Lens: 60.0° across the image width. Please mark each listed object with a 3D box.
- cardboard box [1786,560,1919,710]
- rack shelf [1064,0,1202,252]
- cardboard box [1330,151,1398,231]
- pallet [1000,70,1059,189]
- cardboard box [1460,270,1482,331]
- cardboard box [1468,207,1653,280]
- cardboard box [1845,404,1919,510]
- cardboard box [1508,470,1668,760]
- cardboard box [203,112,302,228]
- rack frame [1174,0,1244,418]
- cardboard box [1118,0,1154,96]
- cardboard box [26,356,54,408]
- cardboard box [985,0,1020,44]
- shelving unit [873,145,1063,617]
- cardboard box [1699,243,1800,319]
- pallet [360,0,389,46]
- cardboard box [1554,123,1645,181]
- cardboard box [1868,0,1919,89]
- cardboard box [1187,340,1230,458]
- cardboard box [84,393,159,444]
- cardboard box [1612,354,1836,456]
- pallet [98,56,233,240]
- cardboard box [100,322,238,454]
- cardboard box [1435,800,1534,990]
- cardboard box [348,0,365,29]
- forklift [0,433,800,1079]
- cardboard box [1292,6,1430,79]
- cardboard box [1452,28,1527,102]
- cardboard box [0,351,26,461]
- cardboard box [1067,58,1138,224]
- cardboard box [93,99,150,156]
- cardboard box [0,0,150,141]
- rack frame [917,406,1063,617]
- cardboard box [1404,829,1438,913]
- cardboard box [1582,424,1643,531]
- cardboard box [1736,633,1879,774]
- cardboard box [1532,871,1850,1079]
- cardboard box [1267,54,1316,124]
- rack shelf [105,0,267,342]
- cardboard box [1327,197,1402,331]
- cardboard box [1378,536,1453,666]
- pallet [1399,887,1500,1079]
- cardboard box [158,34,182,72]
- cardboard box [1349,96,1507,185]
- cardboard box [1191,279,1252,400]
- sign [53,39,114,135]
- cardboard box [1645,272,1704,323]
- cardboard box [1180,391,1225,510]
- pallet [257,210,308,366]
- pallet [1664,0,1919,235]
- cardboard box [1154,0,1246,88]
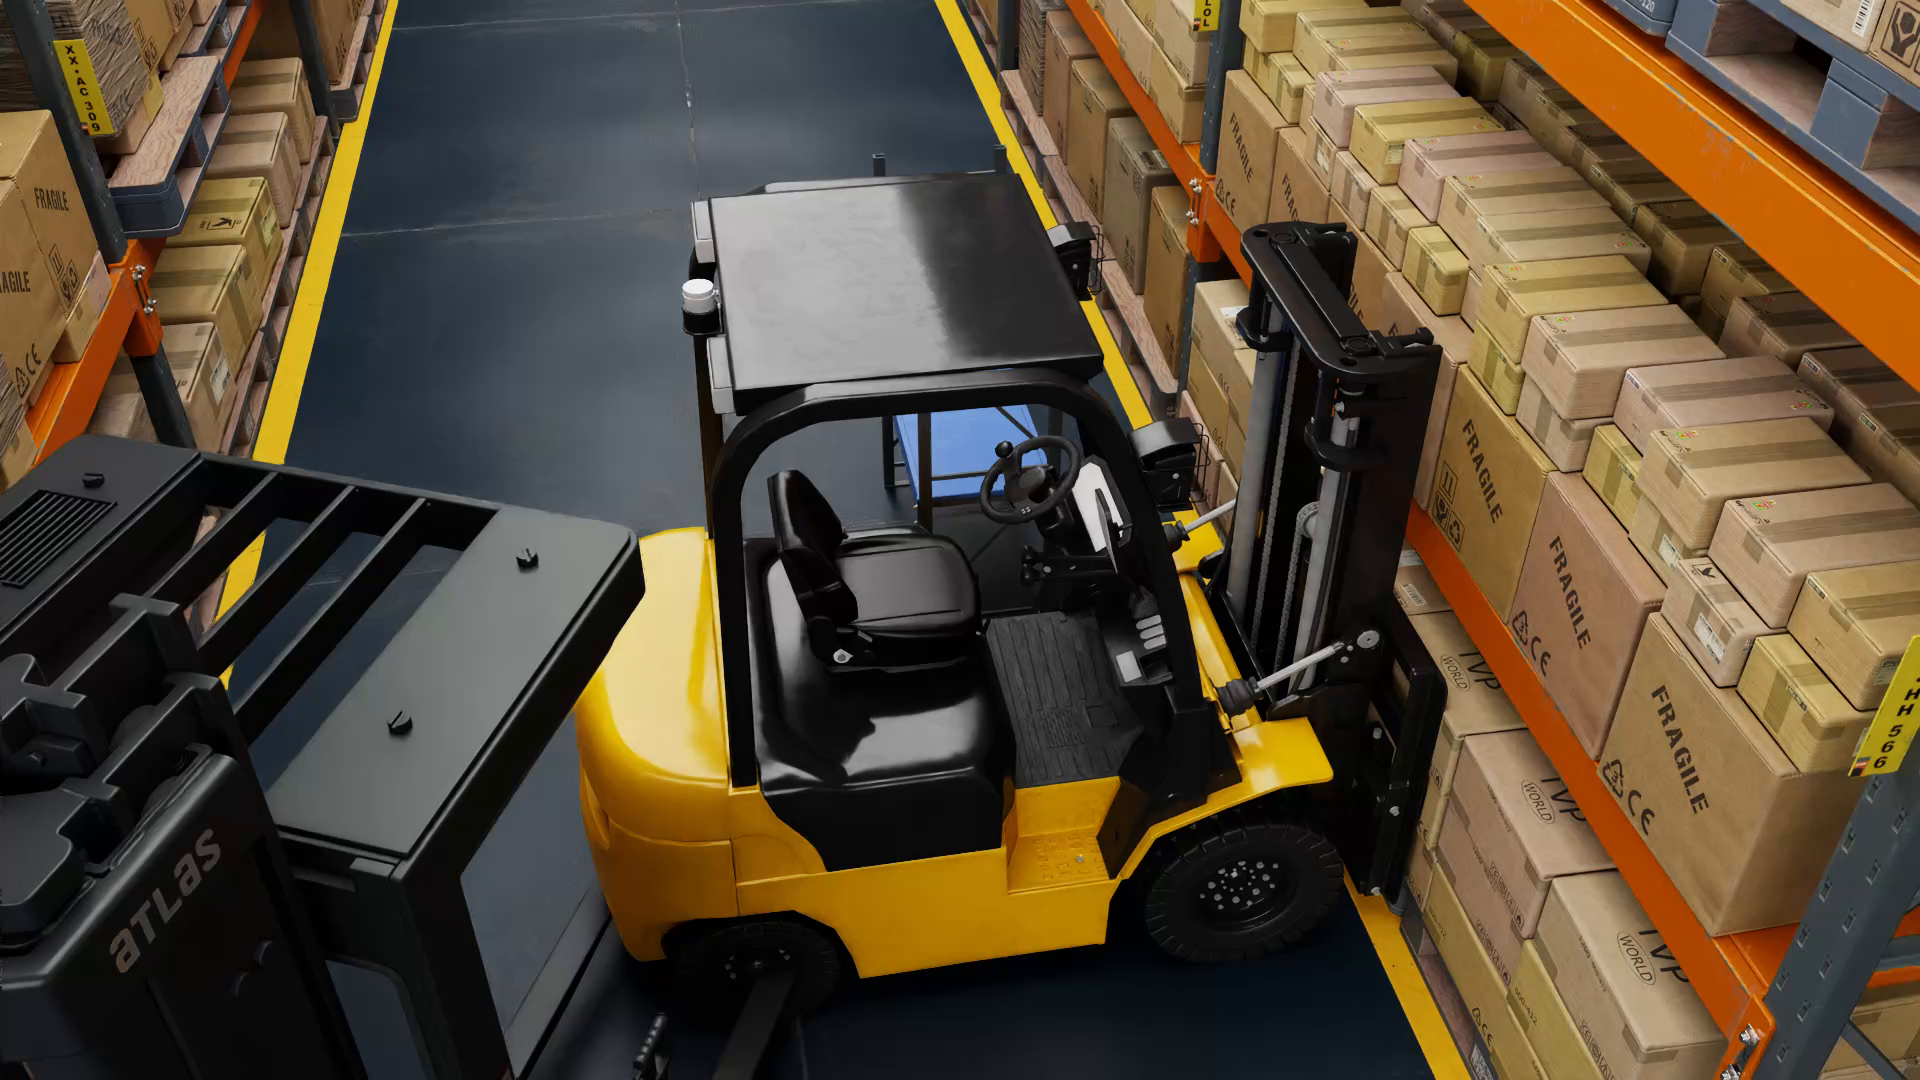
[{"bbox_3d":[1.865,0.174,3.229,0.380,0.149,0.250,-6,38,-8],"label":"cardboard box"},{"bbox_3d":[1.083,-2.559,8.186,1.077,0.370,4.000,-6,38,-8],"label":"rack shelf"},{"bbox_3d":[1.366,-1.084,5.090,0.380,0.149,0.250,-7,38,-8],"label":"cardboard box"},{"bbox_3d":[0.838,-2.449,9.730,1.003,0.211,1.213,-6,38,-8],"label":"pallet"},{"bbox_3d":[1.594,-0.627,4.502,0.380,0.149,0.250,-6,38,-8],"label":"cardboard box"},{"bbox_3d":[1.590,-0.752,4.420,0.380,0.149,0.250,-6,38,-7],"label":"cardboard box"},{"bbox_3d":[2.214,-0.178,3.681,0.380,0.149,0.250,-6,38,-7],"label":"cardboard box"},{"bbox_3d":[1.709,0.158,4.020,0.500,0.500,0.500,-5,38,-7],"label":"cardboard box"},{"bbox_3d":[-3.927,-1.856,8.494,0.950,0.372,0.625,-7,38,-9],"label":"cardboard box"},{"bbox_3d":[1.434,-1.635,6.410,1.000,3.000,0.127,-6,38,-8],"label":"rack frame"},{"bbox_3d":[0.994,-2.155,7.202,0.500,0.250,0.500,-6,38,-8],"label":"cardboard box"},{"bbox_3d":[-3.076,-0.523,5.183,0.380,0.149,0.250,-6,38,-8],"label":"cardboard box"},{"bbox_3d":[0.447,-3.462,10.457,0.500,0.500,0.500,-5,38,-7],"label":"cardboard box"},{"bbox_3d":[0.015,-0.541,6.224,0.538,1.500,1.048,-6,38,-8],"label":"shelving unit"},{"bbox_3d":[2.165,-0.655,4.295,0.380,0.149,0.250,-7,38,-9],"label":"cardboard box"},{"bbox_3d":[-4.428,-3.634,11.255,1.003,0.211,1.213,-6,38,-8],"label":"pallet"},{"bbox_3d":[1.980,-1.111,4.883,0.380,0.149,0.250,-7,38,-8],"label":"cardboard box"},{"bbox_3d":[1.818,-0.890,2.500,0.500,0.500,0.500,-5,38,-6],"label":"cardboard box"},{"bbox_3d":[1.215,-0.587,6.553,0.500,0.250,0.500,-6,38,-8],"label":"cardboard box"},{"bbox_3d":[-3.084,-0.147,5.782,0.500,0.500,0.500,-7,38,-9],"label":"cardboard box"},{"bbox_3d":[1.748,-0.285,3.820,0.380,0.149,0.250,-6,38,-8],"label":"cardboard box"},{"bbox_3d":[-3.443,-1.501,6.393,1.003,0.211,1.213,-6,38,-8],"label":"pallet"},{"bbox_3d":[-3.547,-0.544,6.805,0.950,0.372,0.625,-6,38,-7],"label":"cardboard box"},{"bbox_3d":[1.665,0.939,4.588,0.500,0.250,0.500,-7,38,-8],"label":"cardboard box"},{"bbox_3d":[-4.345,-3.807,10.595,0.875,0.875,0.875,-6,38,-7],"label":"cardboard box"},{"bbox_3d":[-1.155,0.974,3.108,1.130,2.935,3.031,10,39,12],"label":"forklift"},{"bbox_3d":[1.350,-1.678,5.612,0.380,0.149,0.250,-6,38,-7],"label":"cardboard box"},{"bbox_3d":[1.850,-1.574,5.478,0.380,0.149,0.250,-7,38,-8],"label":"cardboard box"},{"bbox_3d":[-2.937,-0.391,4.485,0.500,0.500,0.500,-5,38,-7],"label":"cardboard box"},{"bbox_3d":[1.069,-2.101,8.602,0.875,0.625,0.625,-8,39,-10],"label":"cardboard box"},{"bbox_3d":[-3.238,-1.534,6.142,0.380,0.149,0.250,-6,38,-7],"label":"cardboard box"},{"bbox_3d":[-3.252,-1.736,5.873,0.500,0.500,0.500,-5,38,-7],"label":"cardboard box"},{"bbox_3d":[0.104,-0.234,5.828,0.500,1.500,0.032,-6,38,-8],"label":"rack frame"},{"bbox_3d":[1.585,0.846,5.115,0.500,0.250,0.500,-6,38,-7],"label":"cardboard box"},{"bbox_3d":[1.707,-0.160,3.900,0.380,0.149,0.250,-6,38,-8],"label":"cardboard box"},{"bbox_3d":[1.798,0.306,3.301,0.380,0.149,0.250,-6,38,-7],"label":"cardboard box"},{"bbox_3d":[1.747,1.061,4.023,0.500,0.250,0.500,-5,38,-6],"label":"cardboard box"},{"bbox_3d":[1.278,-1.554,5.695,0.380,0.149,0.250,-5,38,-7],"label":"cardboard box"},{"bbox_3d":[-3.803,-2.023,7.496,1.077,0.370,4.000,-6,38,-8],"label":"rack shelf"},{"bbox_3d":[1.452,-0.760,5.202,0.500,0.500,0.500,-7,38,-8],"label":"cardboard box"},{"bbox_3d":[1.472,0.143,5.205,0.500,0.250,0.500,-7,38,-9],"label":"cardboard box"},{"bbox_3d":[1.960,1.424,4.744,1.003,0.211,1.213,-6,38,-8],"label":"pallet"},{"bbox_3d":[-3.402,-2.008,6.752,0.380,0.149,0.250,-6,38,-7],"label":"cardboard box"},{"bbox_3d":[1.402,-1.202,5.000,0.380,0.149,0.250,-7,38,-9],"label":"cardboard box"},{"bbox_3d":[1.210,-0.784,6.398,0.500,0.250,0.500,-7,38,-9],"label":"cardboard box"},{"bbox_3d":[-2.919,-1.504,5.535,0.100,0.325,0.005,-6,38,-8],"label":"sign"},{"bbox_3d":[2.085,-0.676,4.565,0.380,0.149,0.250,-6,38,-8],"label":"cardboard box"},{"bbox_3d":[1.193,-0.388,6.703,0.500,0.250,0.500,-6,38,-7],"label":"cardboard box"},{"bbox_3d":[-3.808,-1.207,8.131,1.003,0.211,1.213,-6,38,-8],"label":"pallet"},{"bbox_3d":[2.037,-0.799,2.960,1.003,0.211,1.213,-6,38,-8],"label":"pallet"},{"bbox_3d":[1.096,-2.043,6.649,0.500,0.250,0.500,-7,38,-9],"label":"cardboard box"}]
